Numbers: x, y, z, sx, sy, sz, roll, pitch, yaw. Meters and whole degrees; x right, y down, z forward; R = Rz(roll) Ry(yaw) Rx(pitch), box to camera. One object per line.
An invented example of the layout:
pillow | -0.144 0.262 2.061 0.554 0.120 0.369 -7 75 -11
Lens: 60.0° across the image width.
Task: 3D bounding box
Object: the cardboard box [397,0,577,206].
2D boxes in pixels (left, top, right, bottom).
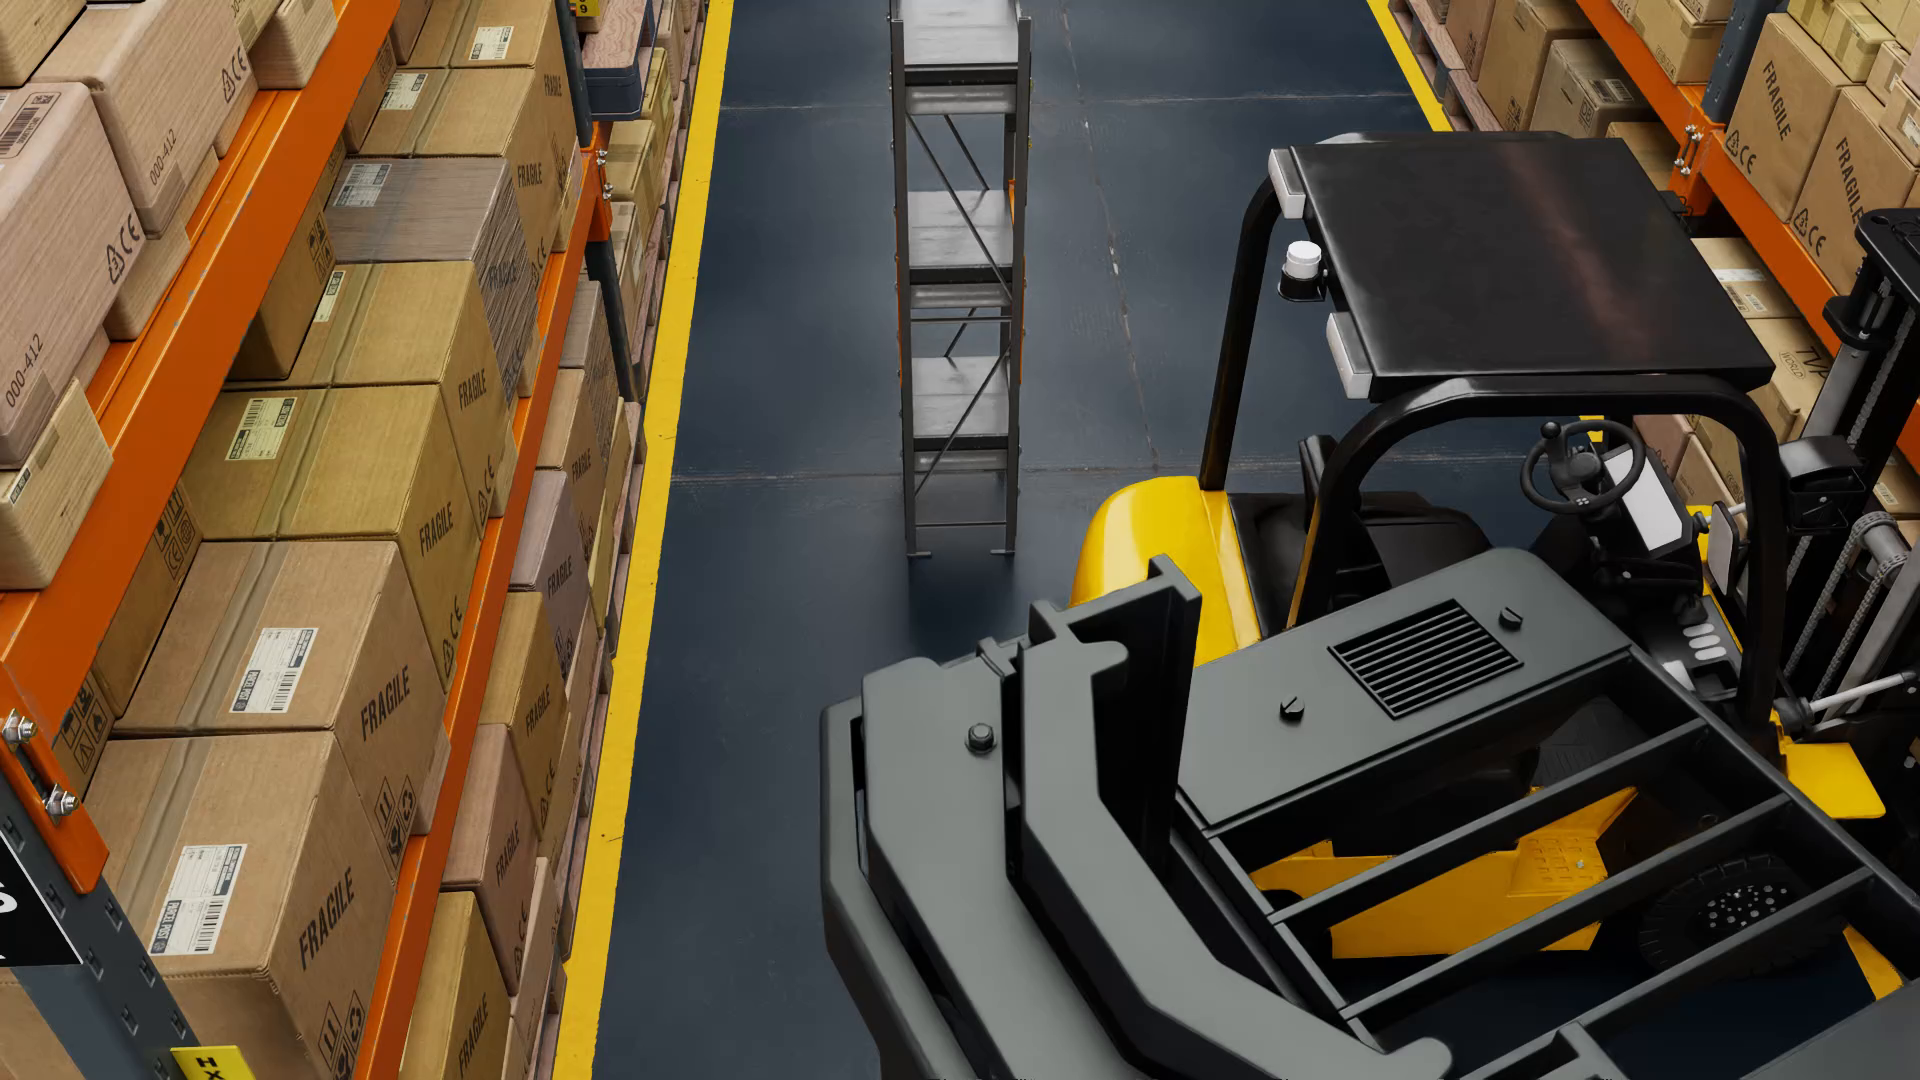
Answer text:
cardboard box | -1.522 -1.378 5.239 0.500 0.500 0.500 -3 43 -3

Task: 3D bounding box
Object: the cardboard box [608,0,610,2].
cardboard box | -1.499 -2.137 6.237 0.380 0.149 0.250 -1 43 -1

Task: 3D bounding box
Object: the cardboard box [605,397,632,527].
cardboard box | -1.496 -0.274 6.053 0.500 0.250 0.500 0 43 0

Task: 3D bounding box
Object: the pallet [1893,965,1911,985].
pallet | 3.265 1.544 4.409 1.003 0.211 1.213 -2 43 -2

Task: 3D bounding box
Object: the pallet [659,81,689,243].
pallet | -1.879 -1.847 8.109 1.003 0.211 1.213 -2 43 -2

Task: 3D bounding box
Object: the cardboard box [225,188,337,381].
cardboard box | -1.880 -0.701 3.761 0.700 0.500 0.500 -2 43 -2

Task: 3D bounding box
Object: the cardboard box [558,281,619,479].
cardboard box | -1.496 -0.550 5.799 0.500 0.500 0.500 -2 43 -2

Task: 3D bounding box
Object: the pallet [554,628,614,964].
pallet | -1.671 0.782 5.241 1.003 0.211 1.213 -2 43 -2

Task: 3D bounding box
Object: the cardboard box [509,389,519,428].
cardboard box | -1.444 -0.364 4.613 0.380 0.149 0.250 -2 43 -3

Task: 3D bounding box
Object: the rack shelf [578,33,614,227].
rack shelf | -1.874 -2.609 7.409 1.077 0.370 4.000 -2 43 -2

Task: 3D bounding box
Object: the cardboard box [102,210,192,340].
cardboard box | -1.387 -0.425 2.459 0.380 0.149 0.250 -1 43 -1

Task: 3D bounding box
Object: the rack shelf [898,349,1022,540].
rack shelf | -0.007 -0.360 6.145 0.431 0.518 0.480 -2 43 -2

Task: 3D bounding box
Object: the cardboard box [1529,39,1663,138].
cardboard box | 3.111 -1.824 7.467 0.875 0.625 0.625 -2 43 -2

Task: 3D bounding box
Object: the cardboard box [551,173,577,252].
cardboard box | -1.454 -1.055 5.367 0.380 0.149 0.250 -1 43 -1

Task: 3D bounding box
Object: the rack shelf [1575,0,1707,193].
rack shelf | 3.085 -2.754 7.567 1.077 0.370 4.000 -2 43 -2

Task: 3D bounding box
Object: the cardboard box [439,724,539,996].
cardboard box | -1.406 0.837 4.286 0.500 0.500 0.500 -3 43 -3

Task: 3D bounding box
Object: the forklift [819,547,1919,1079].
forklift | 0.699 1.220 2.750 3.031 2.935 1.130 -19 46 -20

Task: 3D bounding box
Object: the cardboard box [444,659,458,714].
cardboard box | -1.392 0.336 3.849 0.380 0.149 0.250 -1 43 -1

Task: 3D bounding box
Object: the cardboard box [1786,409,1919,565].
cardboard box | 2.921 -0.162 5.191 0.500 0.250 0.500 0 43 0

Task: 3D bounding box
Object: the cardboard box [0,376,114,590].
cardboard box | -1.309 -0.070 2.072 0.380 0.149 0.250 -2 43 -2

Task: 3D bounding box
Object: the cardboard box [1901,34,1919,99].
cardboard box | 2.916 -1.308 4.683 0.380 0.149 0.250 -1 43 -1

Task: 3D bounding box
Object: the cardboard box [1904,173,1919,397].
cardboard box | 2.989 -0.706 4.726 0.500 0.500 0.500 -2 43 -2

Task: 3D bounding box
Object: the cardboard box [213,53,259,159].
cardboard box | -1.437 -0.770 2.836 0.380 0.149 0.250 -3 43 -3

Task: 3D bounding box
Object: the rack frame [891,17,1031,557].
rack frame | 0.003 -0.721 5.483 0.400 2.100 0.015 -2 43 -2

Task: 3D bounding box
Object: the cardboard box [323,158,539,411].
cardboard box | -1.467 -0.680 4.478 0.500 0.500 0.500 -1 43 -1

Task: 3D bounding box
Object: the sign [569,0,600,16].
sign | -1.248 -1.864 5.423 0.100 0.325 0.005 -2 43 -2

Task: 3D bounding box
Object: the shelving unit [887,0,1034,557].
shelving unit | -0.007 -0.886 5.662 0.431 2.100 0.503 -2 43 -2

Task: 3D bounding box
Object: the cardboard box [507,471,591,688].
cardboard box | -1.450 0.138 5.049 0.500 0.500 0.500 0 43 0

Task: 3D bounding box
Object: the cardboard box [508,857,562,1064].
cardboard box | -1.392 1.138 4.513 0.500 0.250 0.500 0 43 0

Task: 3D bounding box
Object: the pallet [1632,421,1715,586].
pallet | 3.162 -0.103 6.206 1.003 0.211 1.213 -2 43 -2

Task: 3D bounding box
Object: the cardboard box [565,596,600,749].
cardboard box | -1.446 0.429 5.286 0.500 0.250 0.500 -1 43 -1

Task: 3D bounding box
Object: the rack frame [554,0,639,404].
rack frame | -1.789 -1.524 5.693 1.000 3.000 0.127 -2 43 -2

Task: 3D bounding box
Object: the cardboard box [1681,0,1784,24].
cardboard box | 2.893 -2.122 6.086 0.500 0.250 0.500 -2 43 -3

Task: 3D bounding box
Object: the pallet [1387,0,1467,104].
pallet | 2.996 -2.784 9.132 1.003 0.211 1.213 -2 43 -2

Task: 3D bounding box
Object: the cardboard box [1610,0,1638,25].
cardboard box | 2.860 -2.286 6.635 0.500 0.250 0.500 -2 43 -2

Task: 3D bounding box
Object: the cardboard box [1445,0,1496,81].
cardboard box | 3.048 -2.786 8.517 0.875 0.625 0.625 0 43 0

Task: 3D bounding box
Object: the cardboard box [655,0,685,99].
cardboard box | -1.906 -2.531 8.425 0.950 0.372 0.625 -2 43 -3

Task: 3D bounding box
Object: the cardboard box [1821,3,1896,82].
cardboard box | 2.933 -1.547 5.164 0.380 0.149 0.250 -1 43 -1

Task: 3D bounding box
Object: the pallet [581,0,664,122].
pallet | -1.677 -1.973 6.325 1.003 0.211 1.213 -2 43 -2

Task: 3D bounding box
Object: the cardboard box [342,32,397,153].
cardboard box | -1.988 -1.390 4.513 0.700 0.500 0.500 -1 43 -2

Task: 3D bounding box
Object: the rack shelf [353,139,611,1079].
rack shelf | -1.704 0.091 4.463 1.077 0.370 4.000 -2 43 -2

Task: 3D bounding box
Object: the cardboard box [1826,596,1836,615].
cardboard box | 2.935 0.362 4.990 0.500 0.250 0.500 -2 43 -2

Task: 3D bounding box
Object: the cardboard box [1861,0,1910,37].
cardboard box | 3.006 -1.657 5.064 0.380 0.149 0.250 -1 43 -1

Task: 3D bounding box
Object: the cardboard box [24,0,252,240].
cardboard box | -1.386 -0.671 2.433 0.500 0.250 0.500 -2 43 -2

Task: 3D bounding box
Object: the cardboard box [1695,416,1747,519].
cardboard box | 2.905 -0.319 5.732 0.500 0.250 0.500 -2 43 -2

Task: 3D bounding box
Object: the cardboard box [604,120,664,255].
cardboard box | -1.848 -1.549 7.354 0.950 0.372 0.625 1 43 1

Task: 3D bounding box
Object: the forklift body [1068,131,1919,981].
forklift body | 1.436 0.117 4.531 2.313 2.155 1.214 -2 43 -2

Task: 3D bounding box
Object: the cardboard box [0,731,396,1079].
cardboard box | -1.363 0.702 2.970 0.500 0.500 0.500 -2 43 -2

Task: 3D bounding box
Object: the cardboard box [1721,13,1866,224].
cardboard box | 2.928 -1.399 5.482 0.500 0.500 0.500 -3 43 -3

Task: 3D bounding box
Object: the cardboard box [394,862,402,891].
cardboard box | -1.382 0.682 3.472 0.380 0.149 0.250 -3 43 -3

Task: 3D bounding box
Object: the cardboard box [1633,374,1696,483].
cardboard box | 2.859 -0.474 6.271 0.500 0.250 0.500 -1 43 -1

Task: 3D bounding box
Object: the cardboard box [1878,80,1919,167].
cardboard box | 2.908 -1.204 4.789 0.380 0.149 0.250 -1 43 -1

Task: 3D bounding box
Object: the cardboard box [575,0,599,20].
cardboard box | -1.523 -2.150 5.771 0.500 0.500 0.500 -1 43 -1

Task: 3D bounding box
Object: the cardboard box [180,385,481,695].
cardboard box | -1.411 0.009 3.727 0.500 0.500 0.500 -2 43 -3

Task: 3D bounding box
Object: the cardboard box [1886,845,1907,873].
cardboard box | 2.980 0.908 4.763 0.500 0.250 0.500 -1 43 -1

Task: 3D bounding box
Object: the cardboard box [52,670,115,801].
cardboard box | -1.859 0.323 2.644 0.700 0.500 0.500 -3 43 -3

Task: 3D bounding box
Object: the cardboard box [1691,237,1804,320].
cardboard box | 2.877 -0.843 5.934 0.500 0.250 0.500 -2 43 -2

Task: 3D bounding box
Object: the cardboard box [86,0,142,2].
cardboard box | -1.343 -0.888 2.375 0.380 0.149 0.250 -2 43 -2
